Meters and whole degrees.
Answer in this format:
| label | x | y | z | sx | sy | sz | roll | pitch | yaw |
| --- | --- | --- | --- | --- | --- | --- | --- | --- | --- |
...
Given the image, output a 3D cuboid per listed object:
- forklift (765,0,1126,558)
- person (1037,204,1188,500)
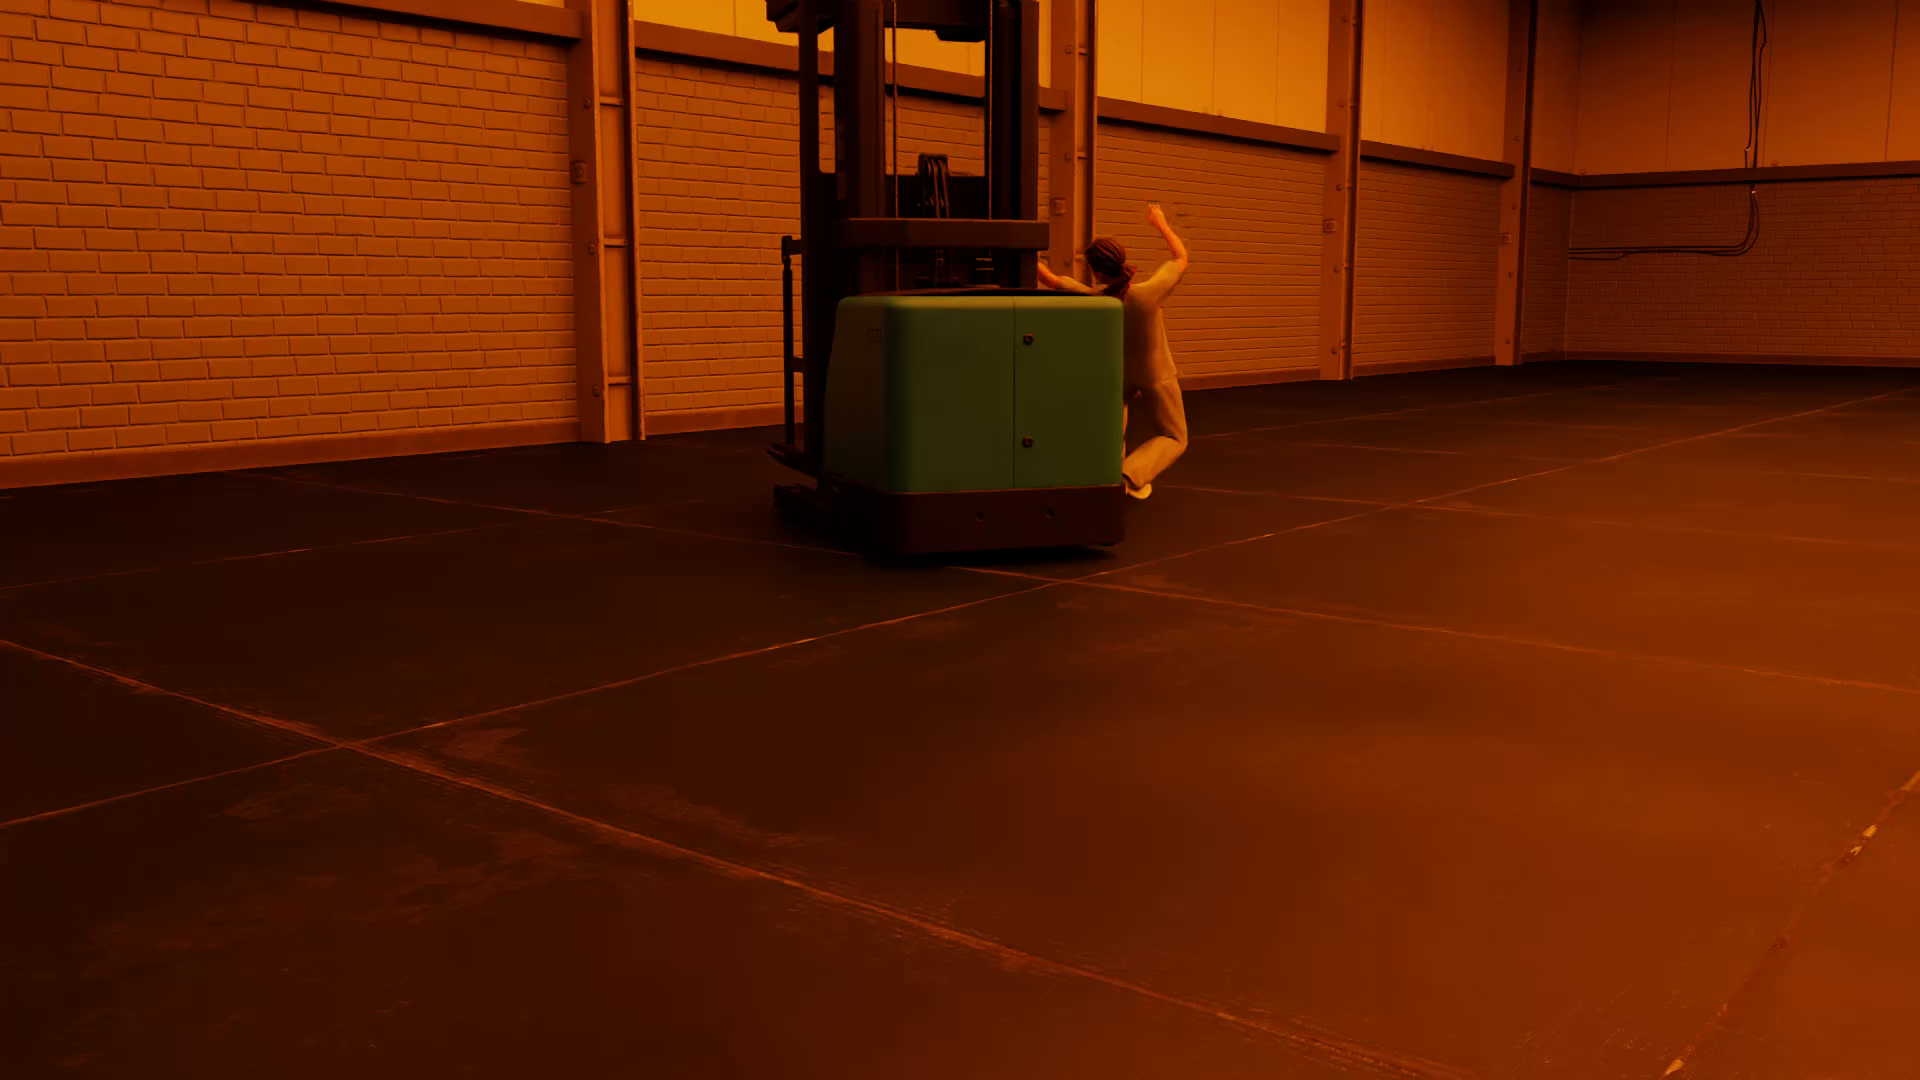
| label | x | y | z | sx | sy | sz | roll | pitch | yaw |
| --- | --- | --- | --- | --- | --- | --- | --- | --- | --- |
| forklift | -0.277 | -1.552 | 7.889 | 1.130 | 2.935 | 3.031 | -3 | 9 | -19 |
| person | 0.739 | -0.982 | 8.782 | 0.961 | 1.554 | 0.789 | 4 | 9 | 28 |
